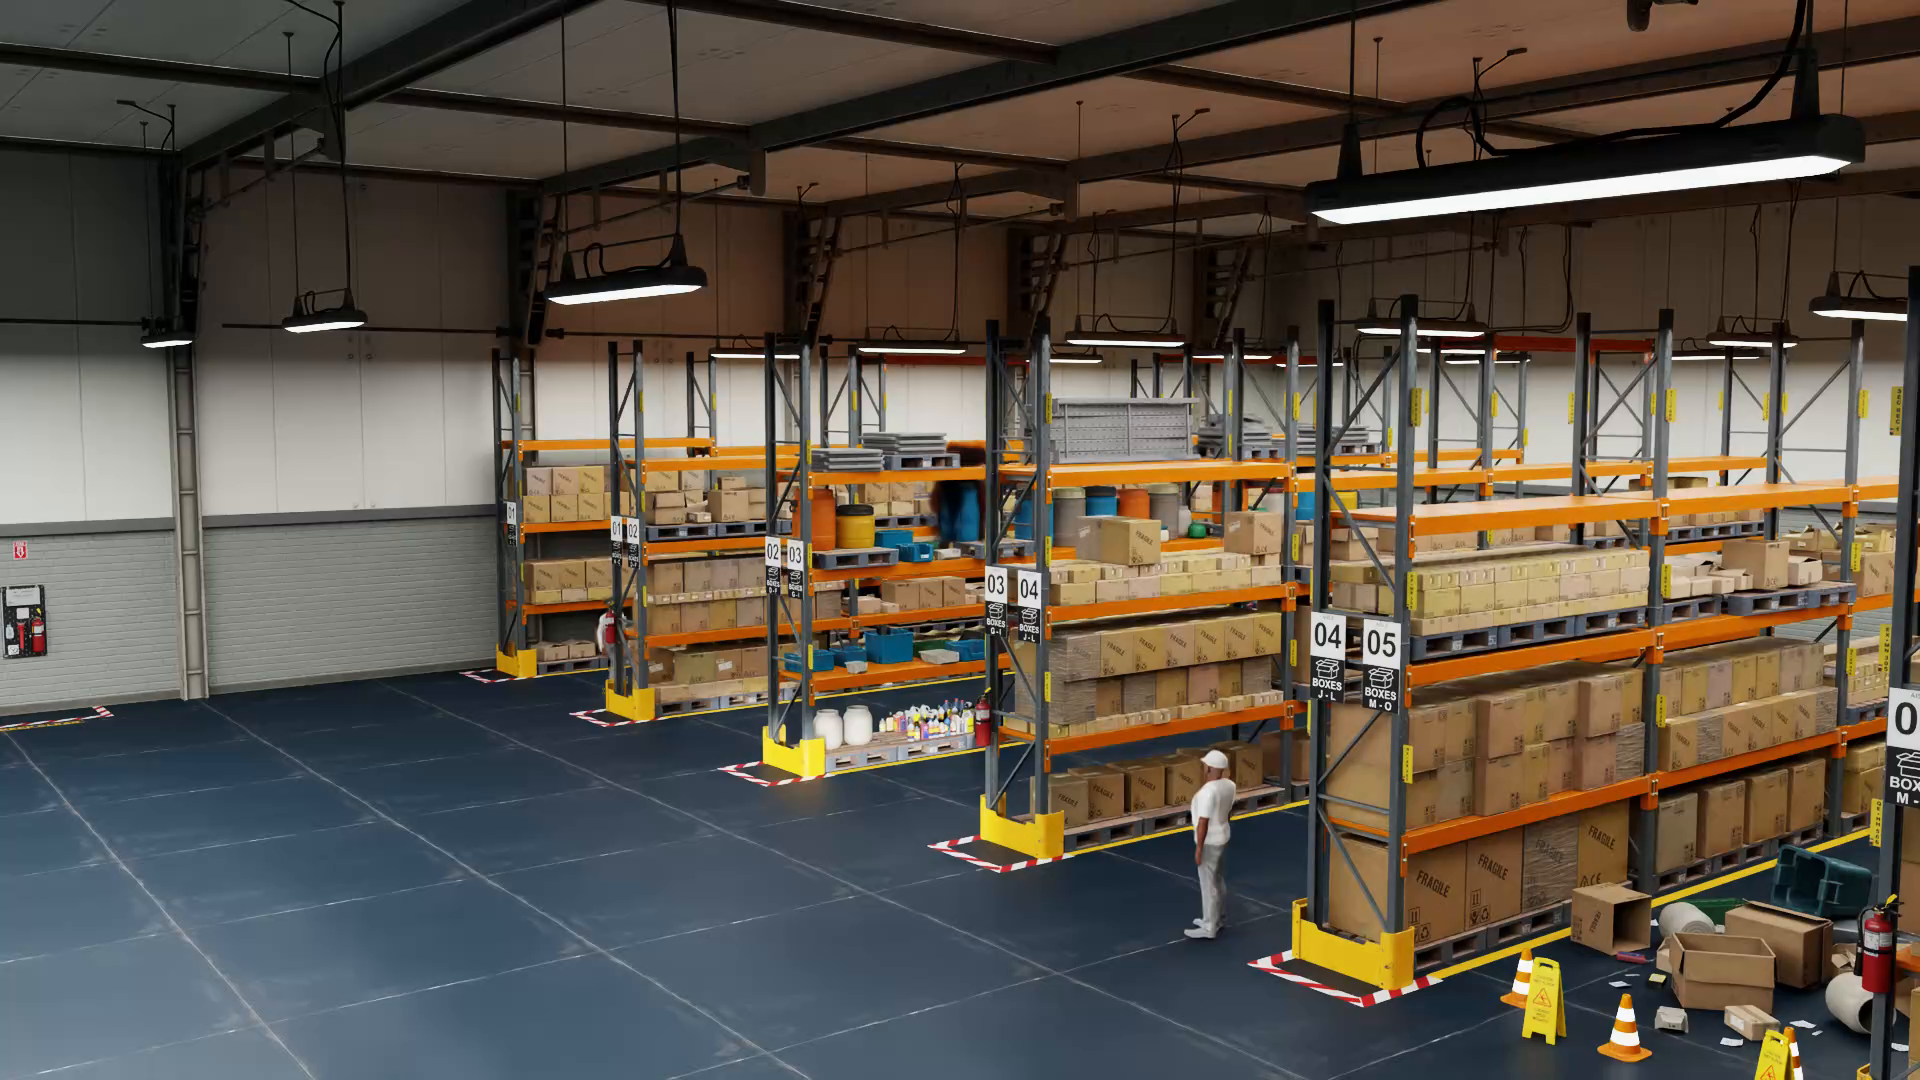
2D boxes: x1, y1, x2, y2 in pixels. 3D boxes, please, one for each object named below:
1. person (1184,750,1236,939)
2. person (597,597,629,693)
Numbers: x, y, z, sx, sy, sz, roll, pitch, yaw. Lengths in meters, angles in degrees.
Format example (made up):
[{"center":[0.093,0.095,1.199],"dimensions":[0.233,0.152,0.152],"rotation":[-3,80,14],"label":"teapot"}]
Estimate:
[{"center":[2.399,2.879,15.883],"dimensions":[0.417,1.770,0.628],"rotation":[2,5,21],"label":"person"},{"center":[-6.037,1.796,28.884],"dimensions":[0.432,1.634,1.015],"rotation":[2,5,22],"label":"person"}]
